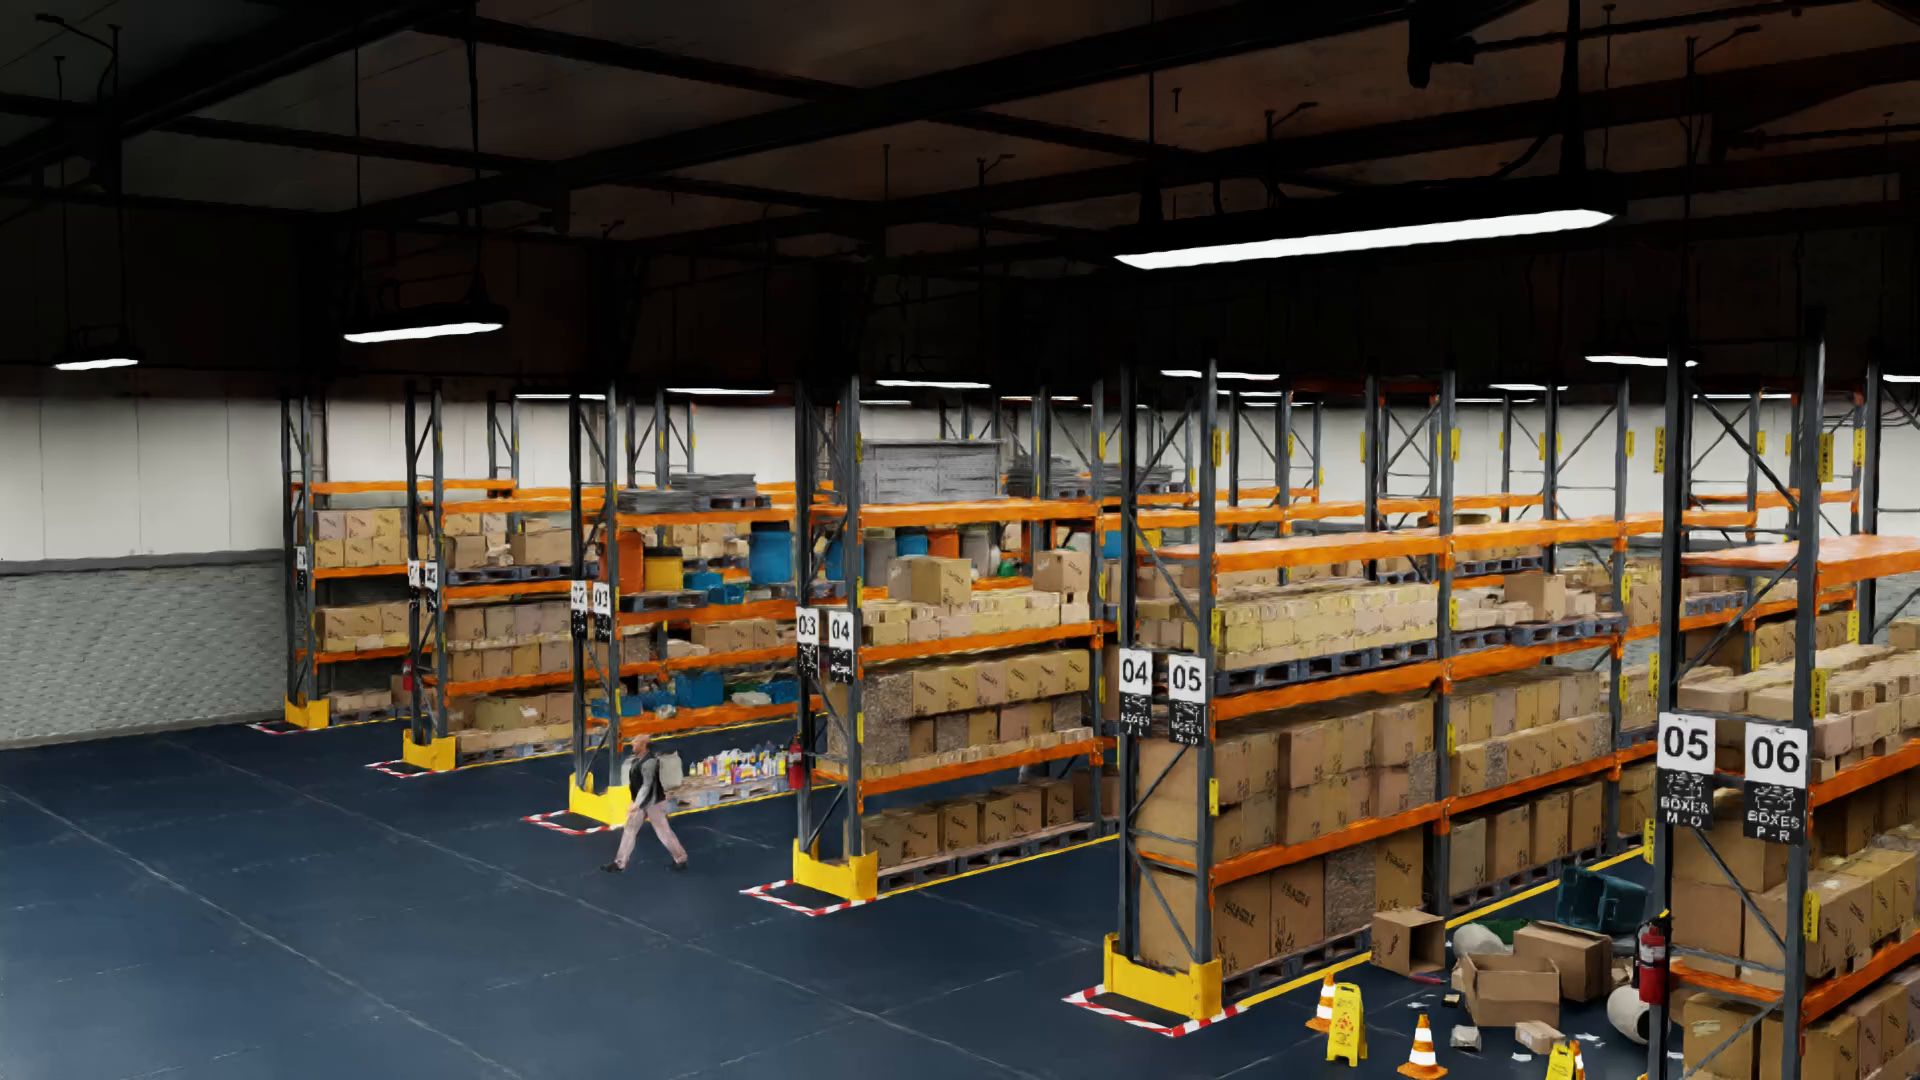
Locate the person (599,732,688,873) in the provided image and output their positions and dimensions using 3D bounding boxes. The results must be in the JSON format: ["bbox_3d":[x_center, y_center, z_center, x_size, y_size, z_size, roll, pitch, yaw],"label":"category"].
[{"bbox_3d":[-3.698,3.069,19.489,1.023,1.645,0.539,-3,4,-35],"label":"person"}]

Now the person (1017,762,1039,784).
[{"bbox_3d":[0.912,2.829,23.108,1.114,1.698,0.543,-3,5,-41],"label":"person"}]
